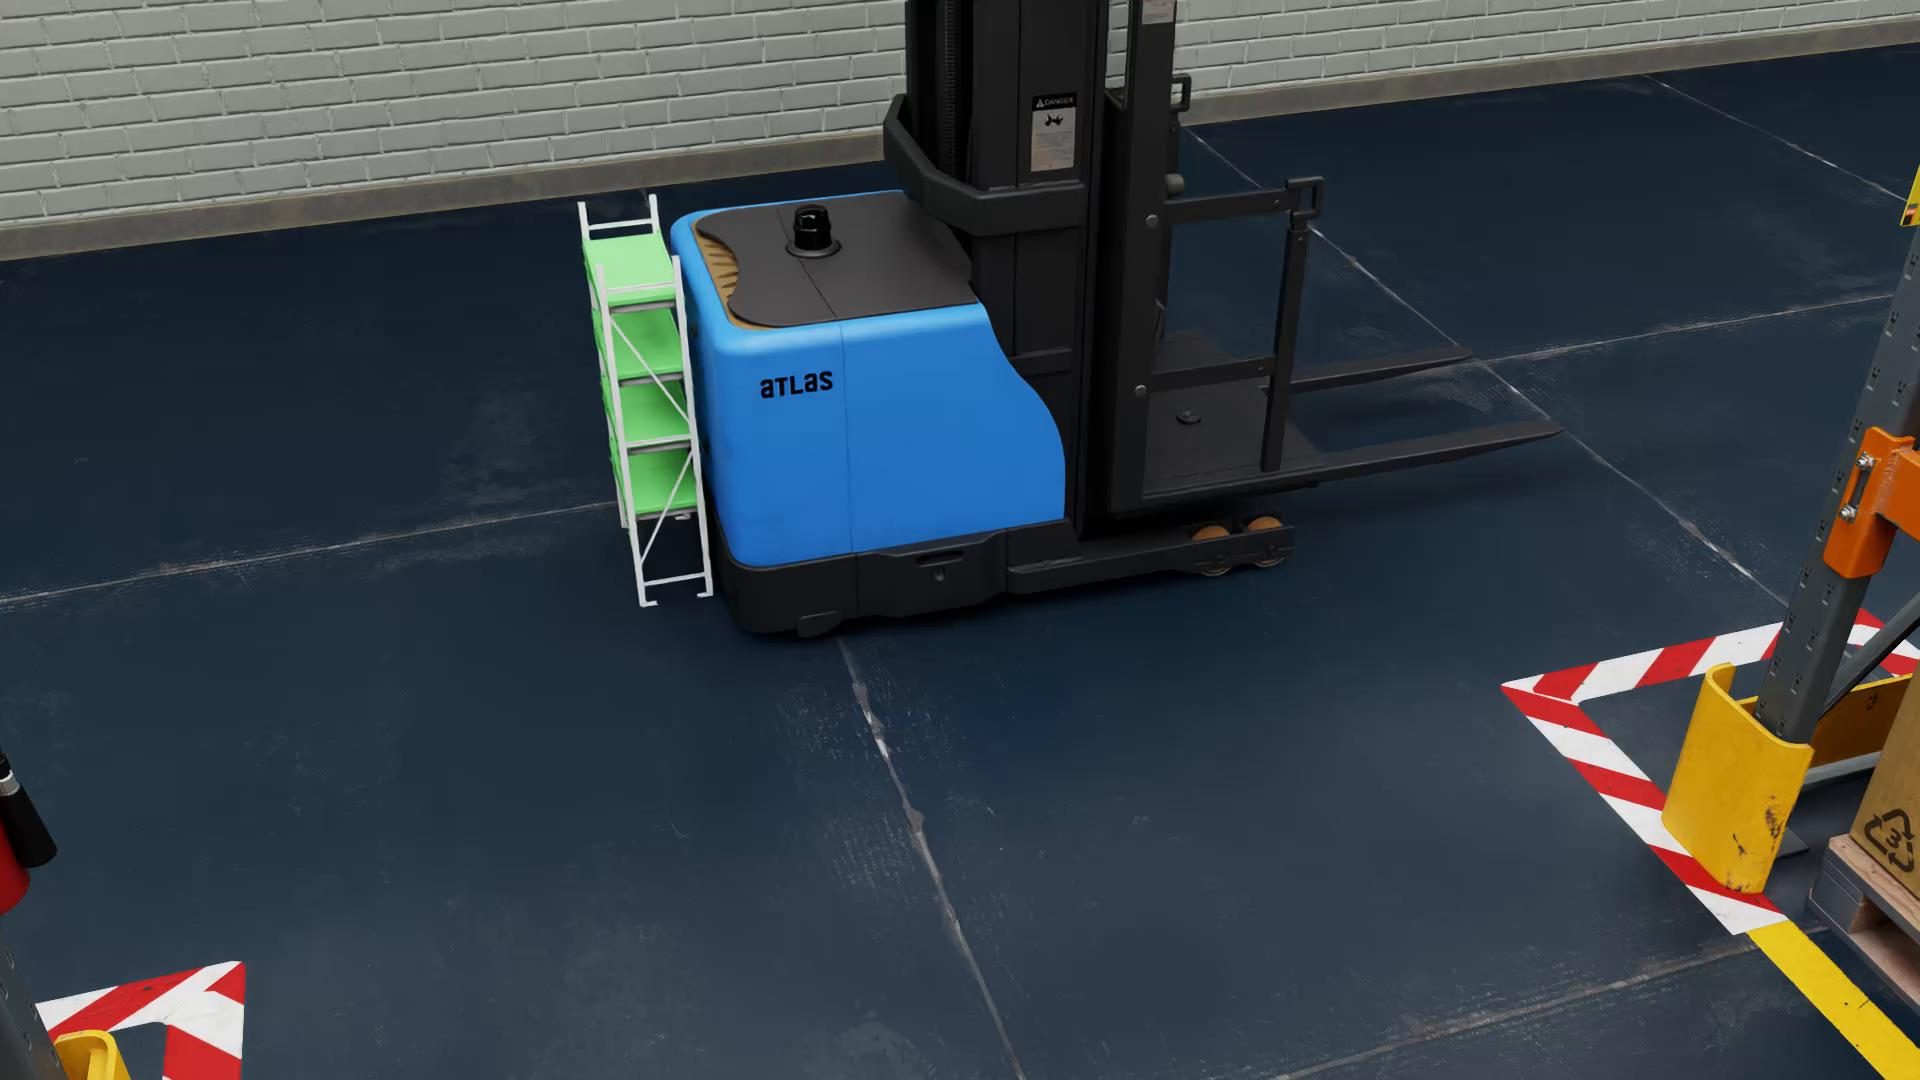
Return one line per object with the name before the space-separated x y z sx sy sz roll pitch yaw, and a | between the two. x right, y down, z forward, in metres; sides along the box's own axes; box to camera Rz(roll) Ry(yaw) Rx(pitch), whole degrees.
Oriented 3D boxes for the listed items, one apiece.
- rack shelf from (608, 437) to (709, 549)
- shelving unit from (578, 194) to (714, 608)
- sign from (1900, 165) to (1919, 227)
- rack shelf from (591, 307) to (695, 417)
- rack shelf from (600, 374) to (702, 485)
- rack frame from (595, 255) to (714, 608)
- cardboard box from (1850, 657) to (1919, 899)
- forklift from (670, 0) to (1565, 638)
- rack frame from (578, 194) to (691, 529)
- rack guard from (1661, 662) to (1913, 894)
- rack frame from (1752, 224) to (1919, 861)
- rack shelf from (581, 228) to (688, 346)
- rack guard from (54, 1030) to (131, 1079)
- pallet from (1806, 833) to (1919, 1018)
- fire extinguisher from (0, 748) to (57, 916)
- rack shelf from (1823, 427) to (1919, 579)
rack shelf | -0.998 -0.179 5.483 0.258 0.148 0.480 -9 35 -14
shelving unit | -0.998 -0.432 5.316 0.258 1.200 0.503 -9 35 -14
sign | 2.000 -0.795 3.375 0.100 0.325 0.005 -10 35 -15
rack shelf | -0.998 -0.579 5.219 0.258 0.148 0.480 -9 35 -14
rack shelf | -0.998 -0.379 5.351 0.258 0.148 0.480 -9 35 -14
rack frame | -0.929 -0.303 5.121 0.240 1.200 0.015 -9 35 -14
cardboard box | 2.802 0.543 3.754 0.875 0.875 0.875 -10 35 -15
forklift | 0.620 -1.372 5.167 3.031 2.935 1.130 -9 35 -14
rack frame | -1.067 -0.561 5.511 0.240 1.200 0.015 -9 35 -14
rack guard | 2.523 0.539 4.481 1.175 0.500 0.348 -10 35 -15
rack frame | 2.530 -0.491 3.772 1.000 3.000 0.127 -10 35 -15
rack shelf | -0.998 -0.779 5.086 0.258 0.148 0.480 -9 35 -14
rack guard | -2.206 1.374 3.217 1.175 0.500 0.348 -10 35 -15
pallet | 2.849 1.079 3.926 1.003 0.211 1.213 -10 35 -15
fire extinguisher | -1.800 0.374 2.871 0.296 0.674 0.183 -10 35 -15
rack shelf | 3.140 0.859 2.382 1.077 0.370 4.000 -10 35 -15
